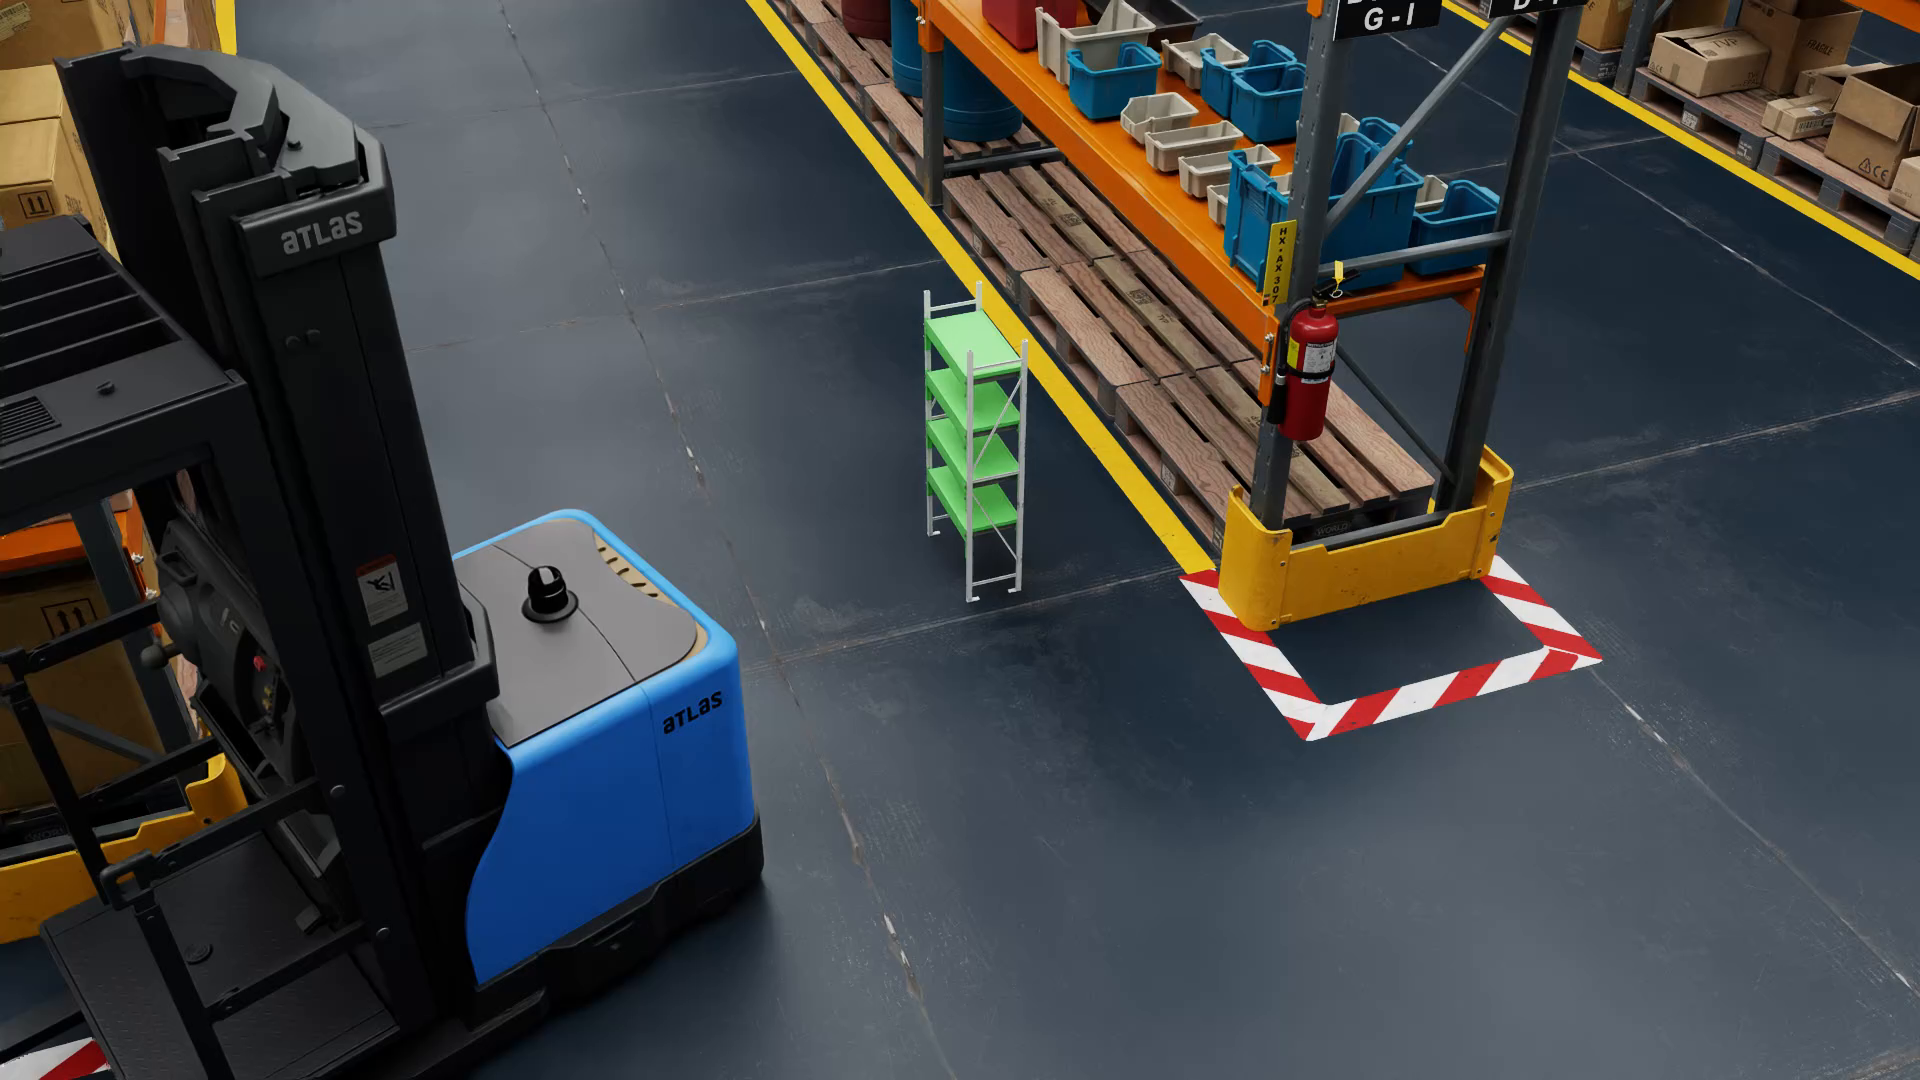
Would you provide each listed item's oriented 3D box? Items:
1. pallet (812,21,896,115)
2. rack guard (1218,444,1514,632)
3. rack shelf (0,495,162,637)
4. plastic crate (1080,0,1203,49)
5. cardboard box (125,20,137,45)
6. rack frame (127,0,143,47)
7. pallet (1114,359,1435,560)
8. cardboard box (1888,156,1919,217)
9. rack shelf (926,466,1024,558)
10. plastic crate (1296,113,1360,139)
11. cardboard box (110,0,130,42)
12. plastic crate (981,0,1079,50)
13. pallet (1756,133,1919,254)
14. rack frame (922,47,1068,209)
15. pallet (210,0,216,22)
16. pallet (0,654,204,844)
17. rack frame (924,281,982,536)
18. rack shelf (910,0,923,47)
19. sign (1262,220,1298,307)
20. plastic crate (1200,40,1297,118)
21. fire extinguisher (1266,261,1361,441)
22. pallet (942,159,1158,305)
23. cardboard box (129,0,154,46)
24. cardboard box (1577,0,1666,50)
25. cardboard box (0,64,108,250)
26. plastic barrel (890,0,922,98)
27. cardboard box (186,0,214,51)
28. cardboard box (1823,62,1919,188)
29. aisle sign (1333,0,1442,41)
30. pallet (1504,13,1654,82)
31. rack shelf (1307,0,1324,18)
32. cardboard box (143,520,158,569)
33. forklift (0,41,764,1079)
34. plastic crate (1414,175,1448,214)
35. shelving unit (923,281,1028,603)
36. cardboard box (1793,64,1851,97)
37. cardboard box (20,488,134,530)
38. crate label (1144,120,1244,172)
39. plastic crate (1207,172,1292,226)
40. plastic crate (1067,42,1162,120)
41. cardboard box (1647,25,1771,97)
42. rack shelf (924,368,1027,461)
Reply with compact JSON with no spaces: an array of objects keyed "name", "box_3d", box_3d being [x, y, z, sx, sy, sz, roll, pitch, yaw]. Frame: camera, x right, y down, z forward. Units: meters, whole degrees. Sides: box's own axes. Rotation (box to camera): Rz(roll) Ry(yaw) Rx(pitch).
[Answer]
[{"name":"pallet","box_3d":[-0.377,-3.323,11.486,1.003,0.211,1.213,-12,39,-16]},{"name":"rack guard","box_3d":[1.670,-0.033,6.878,1.175,0.500,0.348,-12,39,-16]},{"name":"rack shelf","box_3d":[-3.689,-0.859,6.496,1.077,0.370,4.000,-12,39,-16]},{"name":"plastic crate","box_3d":[0.911,-2.639,8.440,0.437,0.125,0.590,-12,39,-16]},{"name":"cardboard box","box_3d":[-3.979,-2.140,7.476,0.500,0.250,0.500,-13,39,-17]},{"name":"rack frame","box_3d":[-4.377,-2.277,7.779,1.000,3.000,0.127,-12,39,-16]},{"name":"pallet","box_3d":[1.402,-0.402,7.609,1.003,0.211,1.213,-12,39,-16]},{"name":"cardboard box","box_3d":[5.585,-1.942,9.255,0.500,0.250,0.500,-12,39,-16]},{"name":"rack shelf","box_3d":[0.057,-0.143,6.948,0.258,0.148,0.480,-12,39,-16]},{"name":"plastic crate","box_3d":[1.608,-1.750,7.250,0.250,0.136,0.298,-12,39,-16]},{"name":"cardboard box","box_3d":[-3.968,-2.431,7.238,0.500,0.500,0.500,-11,38,-15]},{"name":"plastic crate","box_3d":[0.345,-2.795,8.365,0.402,0.464,0.583,-12,39,-16]},{"name":"pallet","box_3d":[5.584,-2.133,9.907,1.003,0.211,1.213,-12,39,-16]},{"name":"rack frame","box_3d":[0.273,-3.302,9.141,1.000,3.000,0.127,-12,39,-16]},{"name":"pallet","box_3d":[-6.021,-3.864,12.204,1.003,0.211,1.213,-12,39,-16]},{"name":"pallet","box_3d":[-3.349,0.661,6.196,1.003,0.211,1.213,-12,39,-16]},{"name":"rack frame","box_3d":[-0.027,-0.524,6.948,0.240,1.200,0.015,-12,39,-16]},{"name":"rack shelf","box_3d":[-0.415,-4.144,10.857,1.077,0.370,4.000,-12,39,-16]},{"name":"sign","box_3d":[1.139,-0.984,5.928,0.100,0.325,0.005,-12,39,-16]},{"name":"plastic crate","box_3d":[1.317,-2.120,7.661,0.416,0.233,0.300,-12,39,-16]},{"name":"fire extinguisher","box_3d":[1.275,-0.683,6.038,0.296,0.674,0.183,-12,39,-16]},{"name":"pallet","box_3d":[0.563,-1.781,9.439,1.003,0.211,1.213,-12,39,-16]},{"name":"cardboard box","box_3d":[-4.301,-2.628,8.163,0.500,0.500,0.500,-12,39,-16]},{"name":"cardboard box","box_3d":[4.486,-3.722,11.410,0.500,0.500,0.500,-13,39,-16]},{"name":"cardboard box","box_3d":[-3.269,-1.276,5.705,0.500,0.500,0.500,-13,39,-17]},{"name":"plastic barrel","box_3d":[-0.142,-3.342,10.589,0.600,0.901,0.708,-12,39,-16]},{"name":"cardboard box","box_3d":[-5.236,-2.956,10.098,1.225,0.875,0.875,-12,39,-16]},{"name":"cardboard box","box_3d":[5.577,-2.444,9.710,0.797,0.503,0.637,-12,39,-16]},{"name":"aisle sign","box_3d":[1.399,-1.979,5.224,0.394,0.787,0.004,-12,39,-16]},{"name":"pallet","box_3d":[4.610,-3.663,11.938,1.003,0.211,1.213,-12,39,-16]},{"name":"rack shelf","box_3d":[0.961,-3.083,6.955,1.077,0.370,4.000,-12,39,-16]},{"name":"cardboard box","box_3d":[-3.609,-0.195,6.433,0.875,0.875,0.875,-12,39,-16]},{"name":"forklift","box_3d":[-2.114,0.354,4.344,3.031,2.935,1.130,-27,45,-31]},{"name":"plastic crate","box_3d":[1.841,-1.367,6.741,0.250,0.136,0.298,-12,39,-16]},{"name":"shelving unit","box_3d":[0.057,-0.386,6.765,0.258,1.200,0.503,-12,39,-16]},{"name":"cardboard box","box_3d":[5.573,-2.900,10.611,0.380,0.149,0.250,-12,39,-16]},{"name":"cardboard box","box_3d":[-2.813,-0.185,5.212,0.380,0.149,0.250,-12,39,-15]},{"name":"crate label","box_3d":[0.994,-1.703,7.187,0.396,0.136,0.243,-12,39,-16]},{"name":"plastic crate","box_3d":[1.199,-1.384,6.764,0.396,0.136,0.243,-12,39,-16]},{"name":"plastic crate","box_3d":[0.702,-2.106,7.643,0.416,0.233,0.300,-12,39,-16]},{"name":"cardboard box","box_3d":[4.867,-3.145,10.802,0.500,0.311,0.500,-12,39,-16]},{"name":"rack shelf","box_3d":[0.057,-0.526,6.659,0.258,0.148,0.480,-12,39,-16]}]
